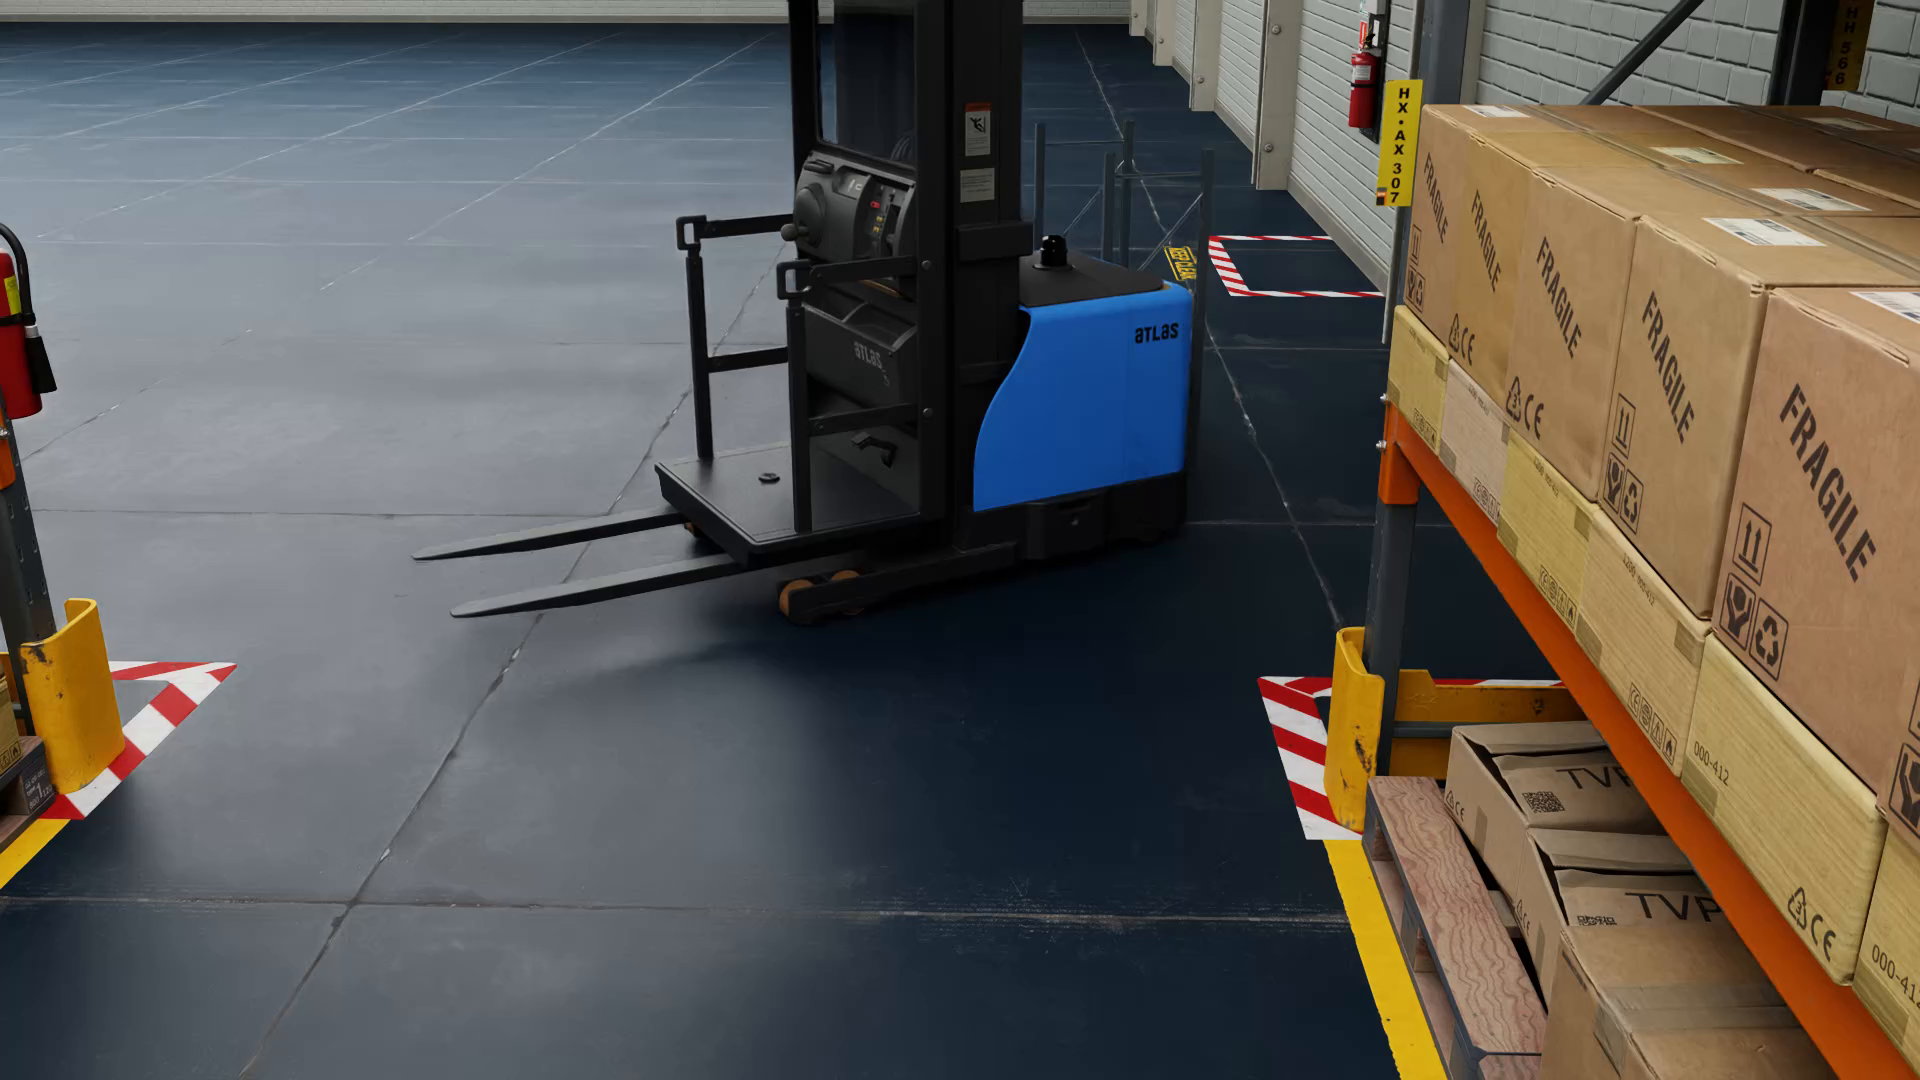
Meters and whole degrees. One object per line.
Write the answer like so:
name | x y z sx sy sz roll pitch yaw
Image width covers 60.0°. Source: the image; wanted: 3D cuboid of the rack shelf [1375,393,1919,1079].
rack shelf | 1.638 0.427 2.777 1.077 0.370 4.000 1 21 2

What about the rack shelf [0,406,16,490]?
rack shelf | -3.314 0.374 2.914 1.077 0.370 4.000 1 21 2

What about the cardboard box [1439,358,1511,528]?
cardboard box | 1.365 -0.210 3.604 0.500 0.250 0.500 0 21 0

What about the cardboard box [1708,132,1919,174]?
cardboard box | 1.872 -0.566 3.484 0.500 0.500 0.500 1 21 2

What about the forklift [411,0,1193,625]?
forklift | -0.587 -1.267 6.242 3.031 2.935 1.130 -11 24 -27

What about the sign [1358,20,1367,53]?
sign | 2.958 -3.647 12.232 0.001 0.329 0.234 1 21 2

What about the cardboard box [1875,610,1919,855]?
cardboard box | 1.292 0.171 1.585 0.500 0.500 0.500 1 21 1

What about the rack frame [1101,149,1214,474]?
rack frame | 0.870 -0.998 7.529 0.500 1.500 0.032 -5 22 -14

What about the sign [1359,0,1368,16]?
sign | 2.949 -3.893 12.132 0.001 0.109 0.331 1 21 2

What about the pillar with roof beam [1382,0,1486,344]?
pillar with roof beam | -1.578 -5.383 8.462 9.100 9.000 0.400 1 21 2

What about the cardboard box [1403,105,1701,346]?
cardboard box | 1.384 -0.751 3.962 0.500 0.500 0.500 1 21 2

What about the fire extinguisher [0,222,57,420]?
fire extinguisher | -2.785 -0.686 4.758 0.296 0.674 0.183 1 21 2

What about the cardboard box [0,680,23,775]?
cardboard box | -2.974 0.598 4.561 0.500 0.250 0.500 1 21 2

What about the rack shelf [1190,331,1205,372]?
rack shelf | 0.742 -1.009 8.052 0.538 0.185 1.000 -5 22 -14

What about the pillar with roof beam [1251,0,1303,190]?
pillar with roof beam | -1.396 -7.552 14.053 9.100 9.000 0.400 1 21 2

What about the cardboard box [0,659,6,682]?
cardboard box | -2.972 0.249 4.425 0.500 0.500 0.500 1 21 2

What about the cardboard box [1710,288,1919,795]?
cardboard box | 1.318 -0.011 2.054 0.500 0.500 0.500 0 21 0

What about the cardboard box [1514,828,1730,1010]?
cardboard box | 1.571 0.872 3.744 0.500 0.311 0.500 2 21 6

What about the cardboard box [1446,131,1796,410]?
cardboard box | 1.359 -0.573 3.502 0.500 0.500 0.500 1 21 2

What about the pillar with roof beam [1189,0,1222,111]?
pillar with roof beam | -1.213 -9.722 19.644 9.100 9.000 0.400 1 21 2

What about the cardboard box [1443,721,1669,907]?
cardboard box | 1.588 0.666 4.275 0.500 0.311 0.500 -2 21 -4

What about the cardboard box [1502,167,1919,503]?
cardboard box | 1.337 -0.386 3.020 0.500 0.500 0.500 0 21 0

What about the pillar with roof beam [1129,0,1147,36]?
pillar with roof beam | -0.848 -14.060 30.826 9.100 9.000 0.400 1 21 2

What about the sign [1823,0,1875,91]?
sign | 2.253 -1.306 4.209 0.100 0.325 0.005 1 21 2

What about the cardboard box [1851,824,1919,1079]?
cardboard box | 1.312 0.520 1.721 0.500 0.250 0.500 1 21 2

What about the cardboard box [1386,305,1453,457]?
cardboard box | 1.367 -0.398 4.088 0.500 0.250 0.500 0 21 0

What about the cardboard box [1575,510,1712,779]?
cardboard box | 1.326 0.157 2.658 0.500 0.250 0.500 1 21 2

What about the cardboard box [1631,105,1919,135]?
cardboard box | 1.897 -0.748 3.953 0.500 0.500 0.500 0 21 1

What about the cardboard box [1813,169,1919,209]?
cardboard box | 1.860 -0.379 3.002 0.500 0.500 0.500 0 21 0

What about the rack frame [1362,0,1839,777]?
rack frame | 1.699 -0.632 4.510 1.000 3.000 0.127 1 21 2

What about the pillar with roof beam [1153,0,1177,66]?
pillar with roof beam | -1.031 -11.891 25.235 9.100 9.000 0.400 1 21 2

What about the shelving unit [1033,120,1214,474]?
shelving unit | 0.742 -1.176 7.987 0.538 1.500 1.048 -5 22 -14

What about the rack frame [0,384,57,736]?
rack frame | -3.253 -0.685 4.647 1.000 3.000 0.127 1 21 2

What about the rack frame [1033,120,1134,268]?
rack frame | 0.614 -1.354 8.446 0.500 1.500 0.032 -5 22 -14

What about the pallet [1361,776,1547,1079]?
pallet | 1.636 0.989 4.188 1.003 0.211 1.213 1 21 2

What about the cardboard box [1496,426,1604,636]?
cardboard box | 1.344 -0.026 3.129 0.500 0.250 0.500 0 21 1

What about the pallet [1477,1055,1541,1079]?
pallet | 1.597 1.429 3.054 1.003 0.211 1.213 1 21 2

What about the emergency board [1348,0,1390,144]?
emergency board | 2.838 -3.432 11.726 0.194 1.169 0.643 1 21 2

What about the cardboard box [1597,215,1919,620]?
cardboard box | 1.333 -0.199 2.539 0.500 0.500 0.500 1 21 3

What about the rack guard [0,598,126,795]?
rack guard | -3.252 0.472 5.122 1.175 0.500 0.348 1 21 2

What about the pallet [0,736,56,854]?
pallet | -3.234 0.892 4.438 1.003 0.211 1.213 1 21 2

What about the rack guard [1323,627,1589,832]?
rack guard | 1.697 0.561 4.892 1.175 0.500 0.348 1 21 2

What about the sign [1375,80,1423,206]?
sign | 1.156 -1.041 4.369 0.100 0.325 0.005 1 21 2

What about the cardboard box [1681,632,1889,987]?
cardboard box | 1.312 0.338 2.190 0.500 0.250 0.500 1 21 1

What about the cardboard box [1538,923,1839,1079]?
cardboard box | 1.498 1.048 3.027 0.700 0.500 0.500 -1 21 -2
